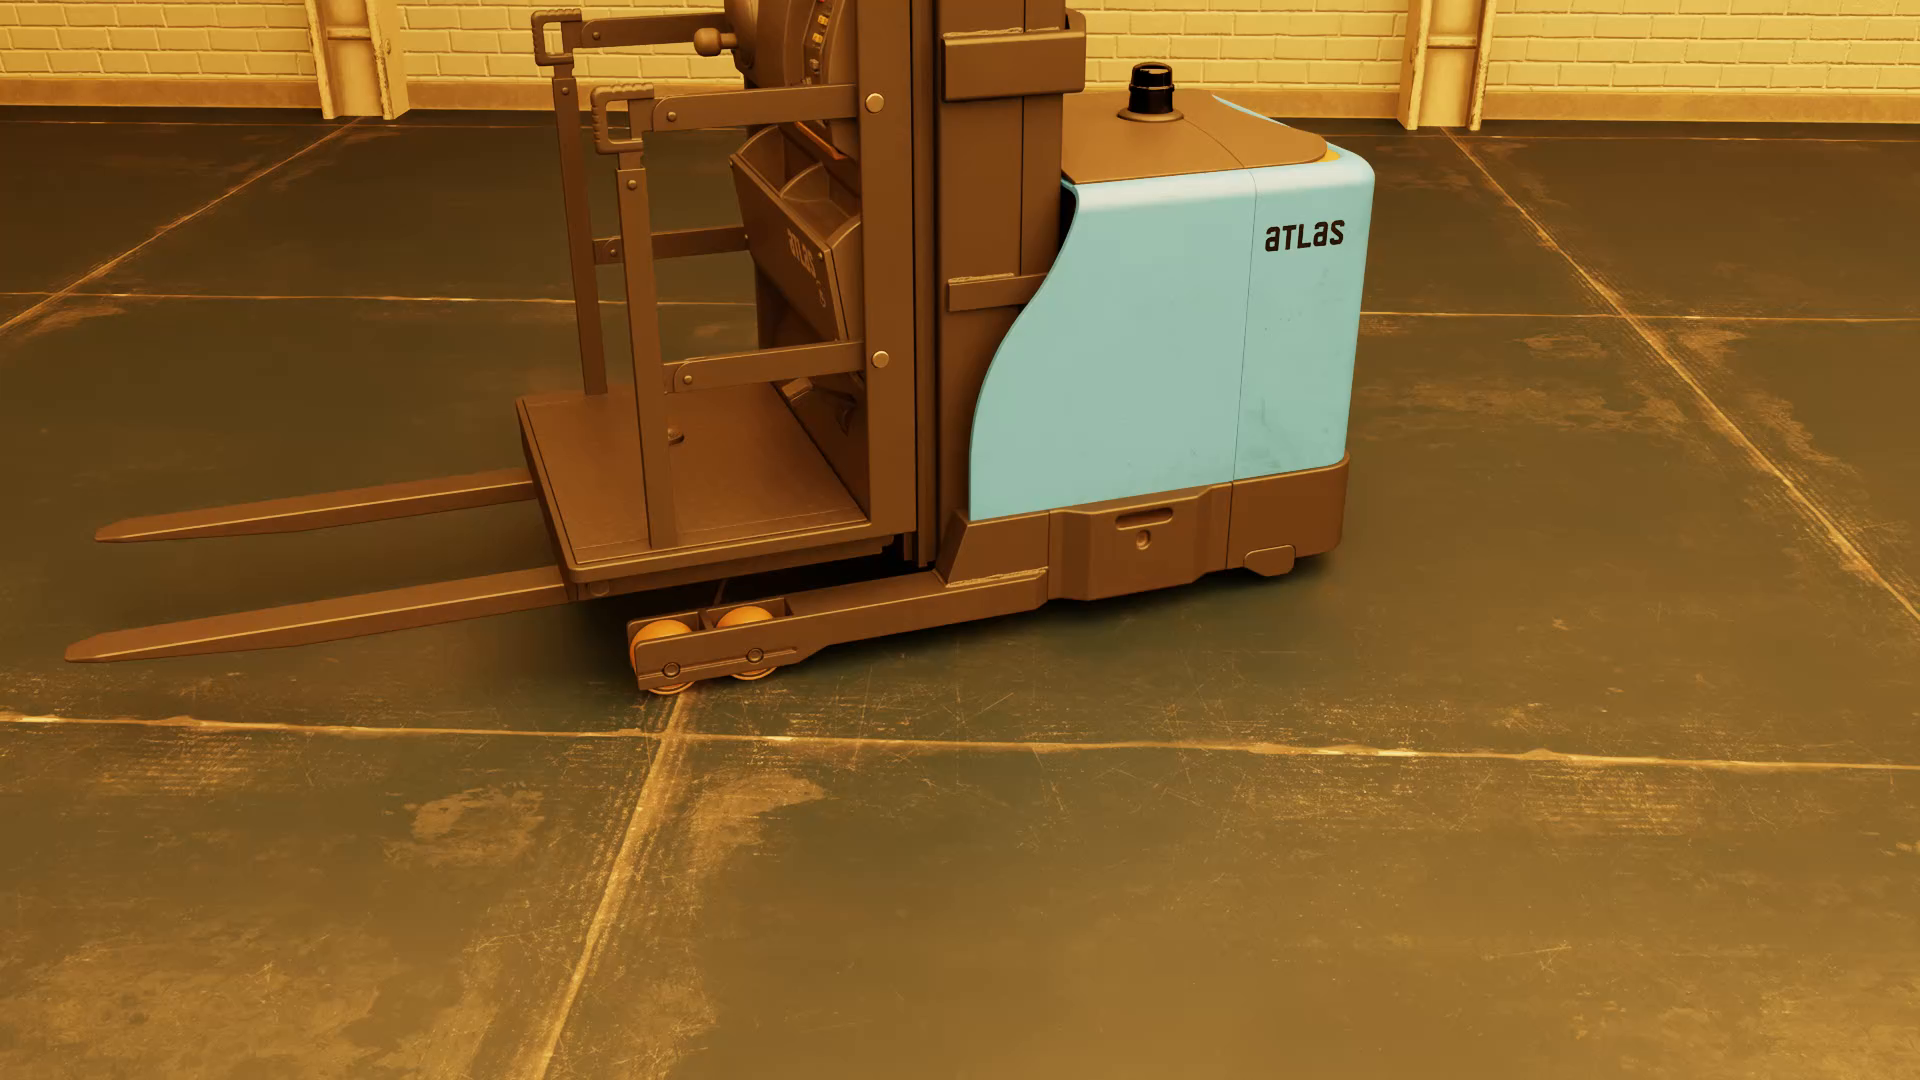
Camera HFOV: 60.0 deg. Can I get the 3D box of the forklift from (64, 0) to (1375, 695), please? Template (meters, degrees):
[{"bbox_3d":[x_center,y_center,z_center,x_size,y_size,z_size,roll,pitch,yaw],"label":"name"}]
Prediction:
[{"bbox_3d":[-0.573,-1.224,3.691,3.031,2.935,1.130,-9,28,-17],"label":"forklift"}]
